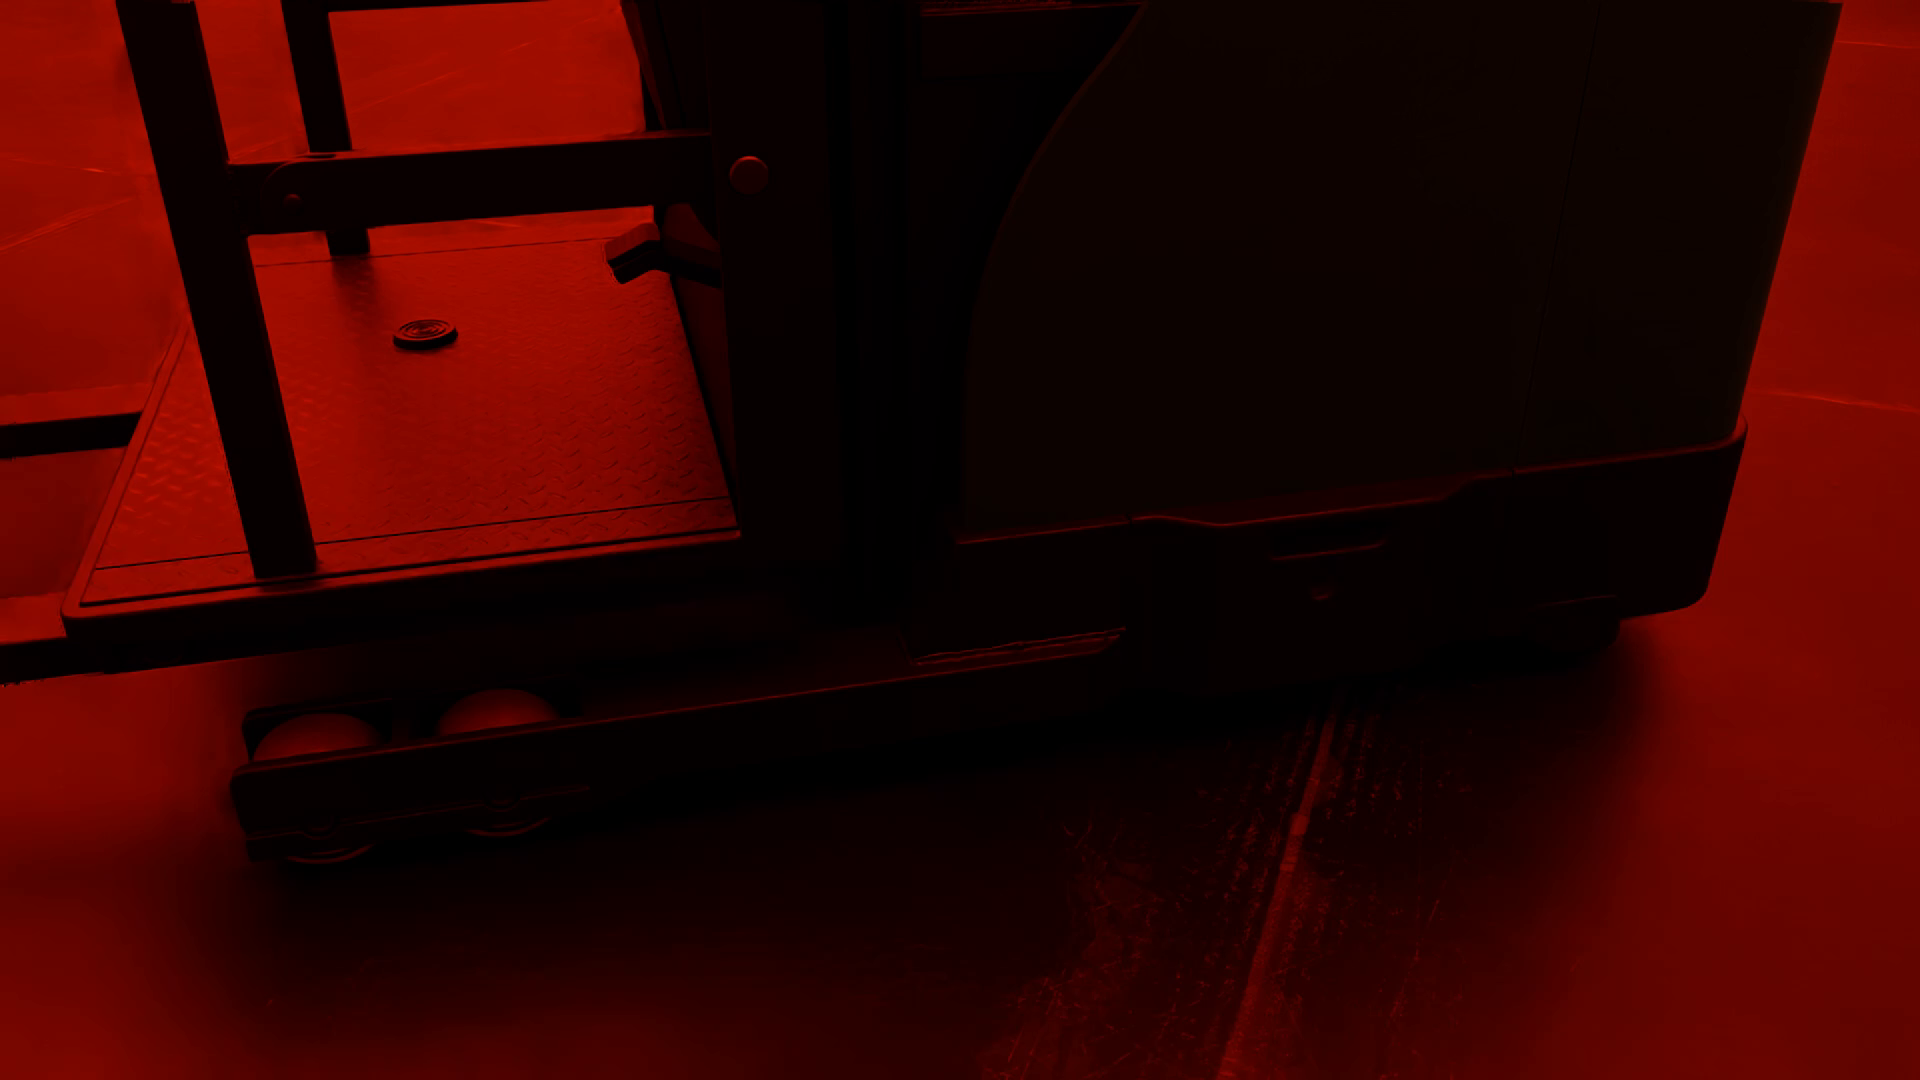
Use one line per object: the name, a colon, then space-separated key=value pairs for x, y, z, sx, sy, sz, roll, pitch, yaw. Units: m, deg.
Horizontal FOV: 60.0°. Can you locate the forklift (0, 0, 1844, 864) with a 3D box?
forklift: x=-0.559 y=-1.201 z=1.646 sx=3.031 sy=2.935 sz=1.130 roll=-7 pitch=30 yaw=-12
